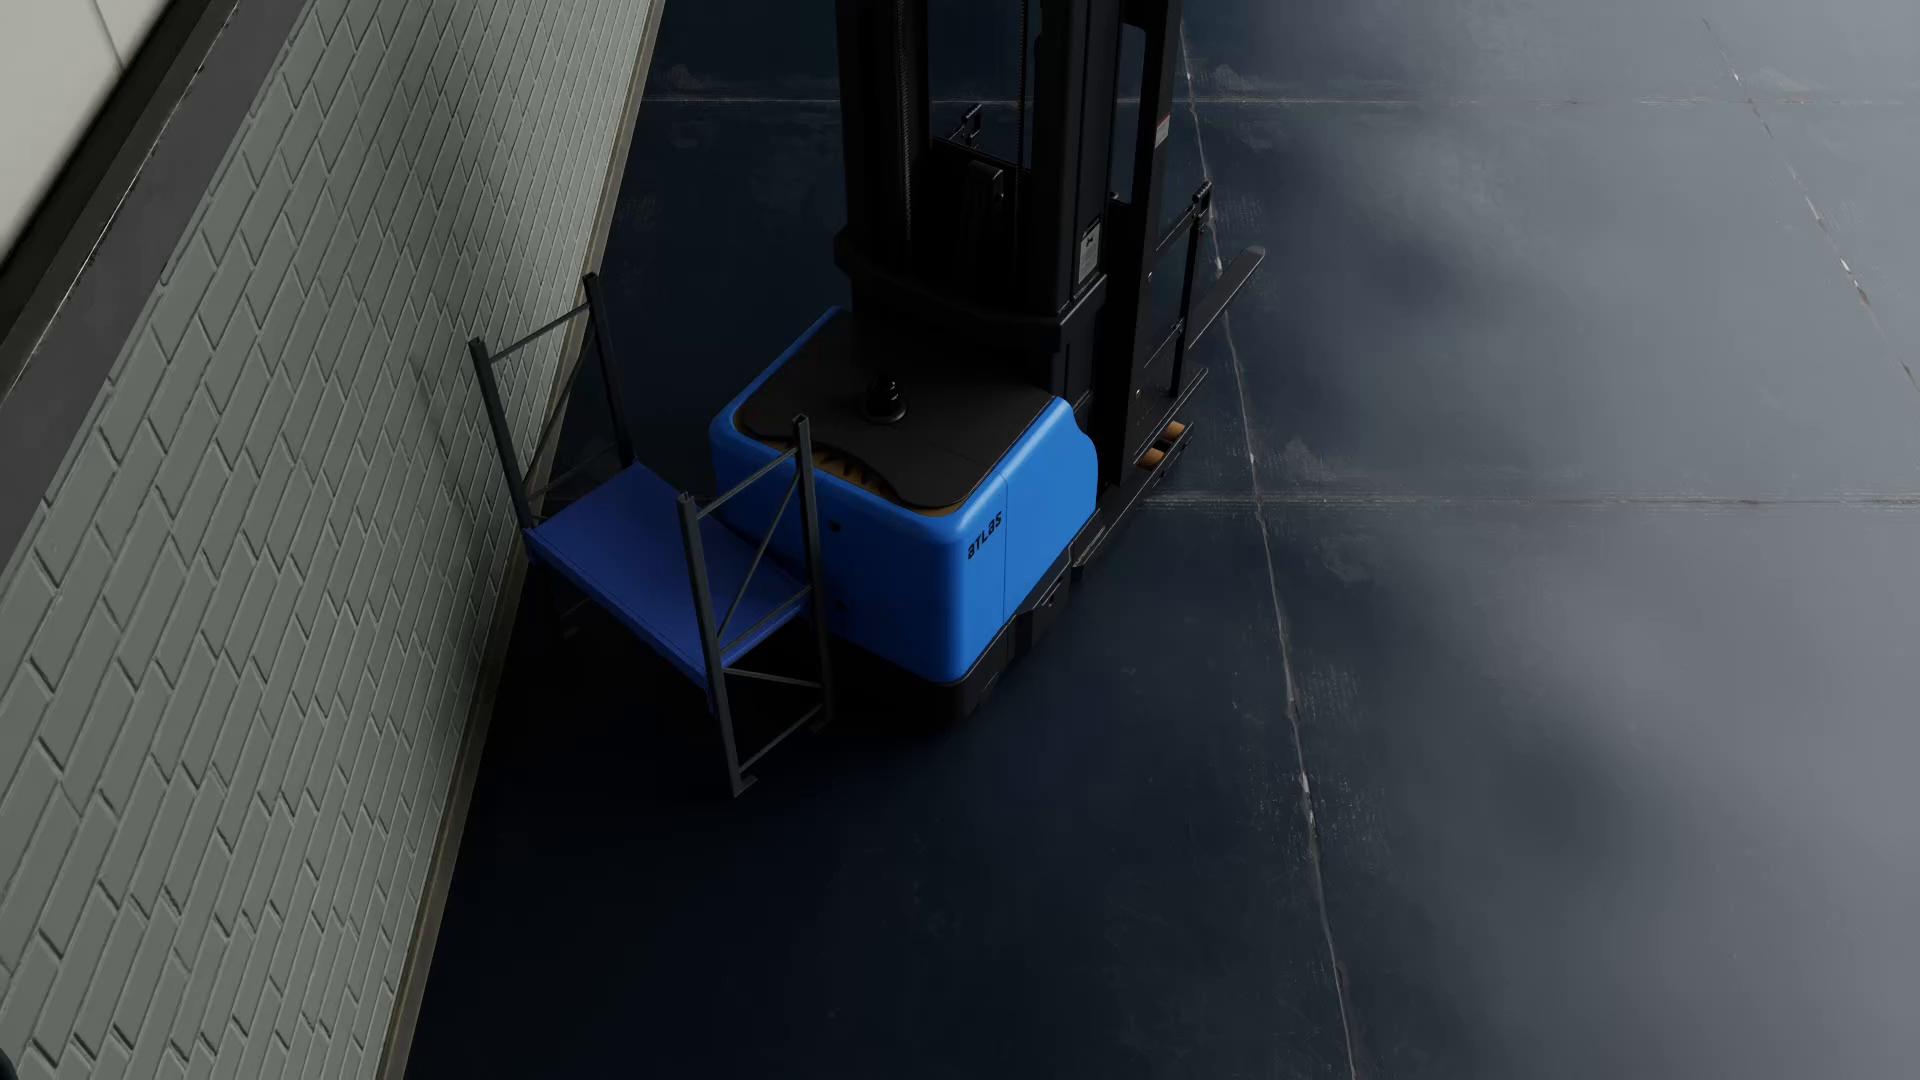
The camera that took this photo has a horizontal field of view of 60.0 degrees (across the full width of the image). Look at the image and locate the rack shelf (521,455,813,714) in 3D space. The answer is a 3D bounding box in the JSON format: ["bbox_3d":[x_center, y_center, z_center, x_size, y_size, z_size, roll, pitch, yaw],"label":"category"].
[{"bbox_3d":[-1.013,0.134,5.847,1.000,0.185,0.538,34,56,28],"label":"rack shelf"}]

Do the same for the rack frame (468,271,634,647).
[{"bbox_3d":[-1.384,-0.243,5.952,0.032,1.500,0.500,34,56,28],"label":"rack frame"}]

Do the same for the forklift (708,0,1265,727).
[{"bbox_3d":[0.330,-1.385,6.037,1.130,2.935,3.031,25,52,21],"label":"forklift"}]

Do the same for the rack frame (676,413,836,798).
[{"bbox_3d":[-0.642,0.265,5.478,0.032,1.500,0.500,34,56,28],"label":"rack frame"}]

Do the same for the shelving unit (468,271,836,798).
[{"bbox_3d":[-1.013,0.011,5.715,1.048,1.500,0.538,34,56,28],"label":"shelving unit"}]
